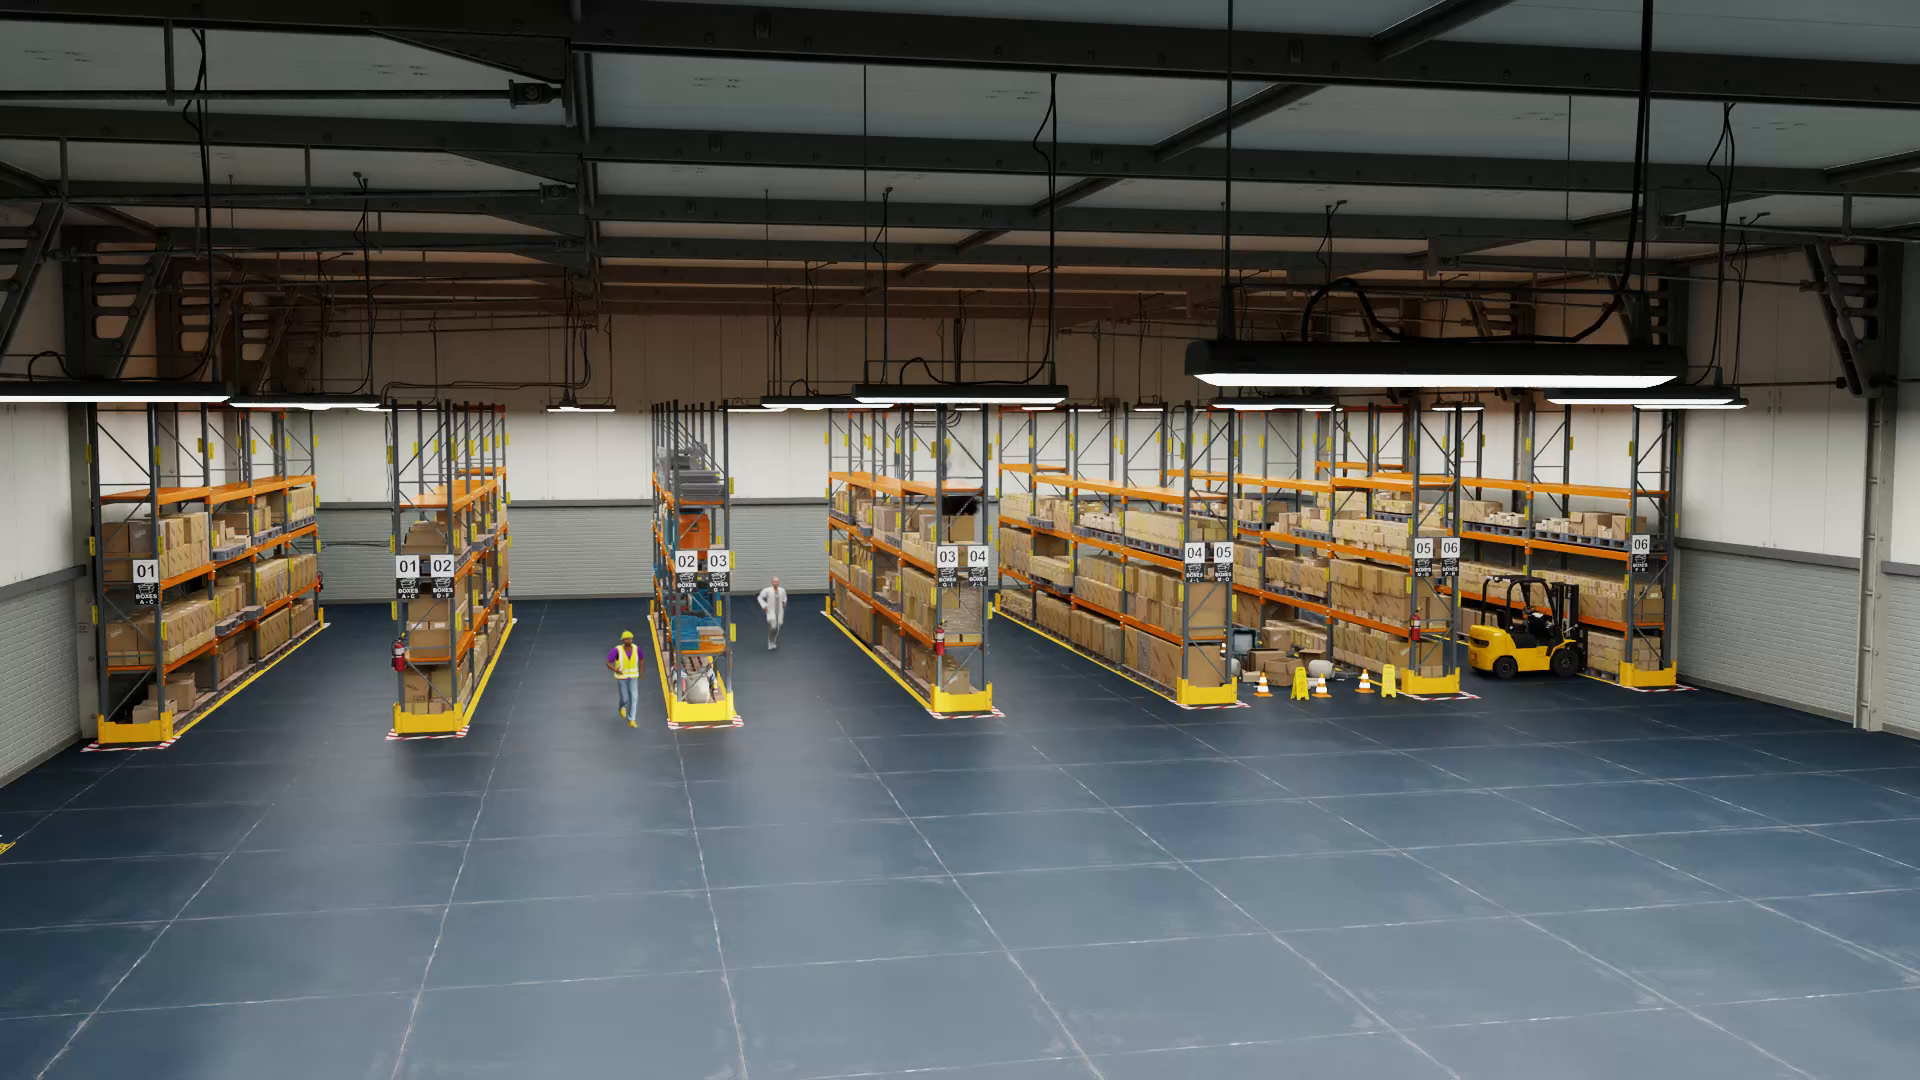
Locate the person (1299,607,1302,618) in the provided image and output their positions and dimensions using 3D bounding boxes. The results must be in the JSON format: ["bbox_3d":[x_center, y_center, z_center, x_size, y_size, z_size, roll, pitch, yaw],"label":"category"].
[{"bbox_3d":[9.310,1.355,46.274,0.647,1.847,0.797,-1,4,-14],"label":"person"}]

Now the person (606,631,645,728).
[{"bbox_3d":[-6.155,2.552,30.713,0.740,1.756,0.782,-2,5,-25],"label":"person"}]

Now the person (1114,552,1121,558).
[{"bbox_3d":[4.774,1.038,51.214,0.638,1.679,0.547,-2,5,-25],"label":"person"}]

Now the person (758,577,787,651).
[{"bbox_3d":[-4.497,1.810,40.406,0.679,1.773,0.753,-2,5,-28],"label":"person"}]
